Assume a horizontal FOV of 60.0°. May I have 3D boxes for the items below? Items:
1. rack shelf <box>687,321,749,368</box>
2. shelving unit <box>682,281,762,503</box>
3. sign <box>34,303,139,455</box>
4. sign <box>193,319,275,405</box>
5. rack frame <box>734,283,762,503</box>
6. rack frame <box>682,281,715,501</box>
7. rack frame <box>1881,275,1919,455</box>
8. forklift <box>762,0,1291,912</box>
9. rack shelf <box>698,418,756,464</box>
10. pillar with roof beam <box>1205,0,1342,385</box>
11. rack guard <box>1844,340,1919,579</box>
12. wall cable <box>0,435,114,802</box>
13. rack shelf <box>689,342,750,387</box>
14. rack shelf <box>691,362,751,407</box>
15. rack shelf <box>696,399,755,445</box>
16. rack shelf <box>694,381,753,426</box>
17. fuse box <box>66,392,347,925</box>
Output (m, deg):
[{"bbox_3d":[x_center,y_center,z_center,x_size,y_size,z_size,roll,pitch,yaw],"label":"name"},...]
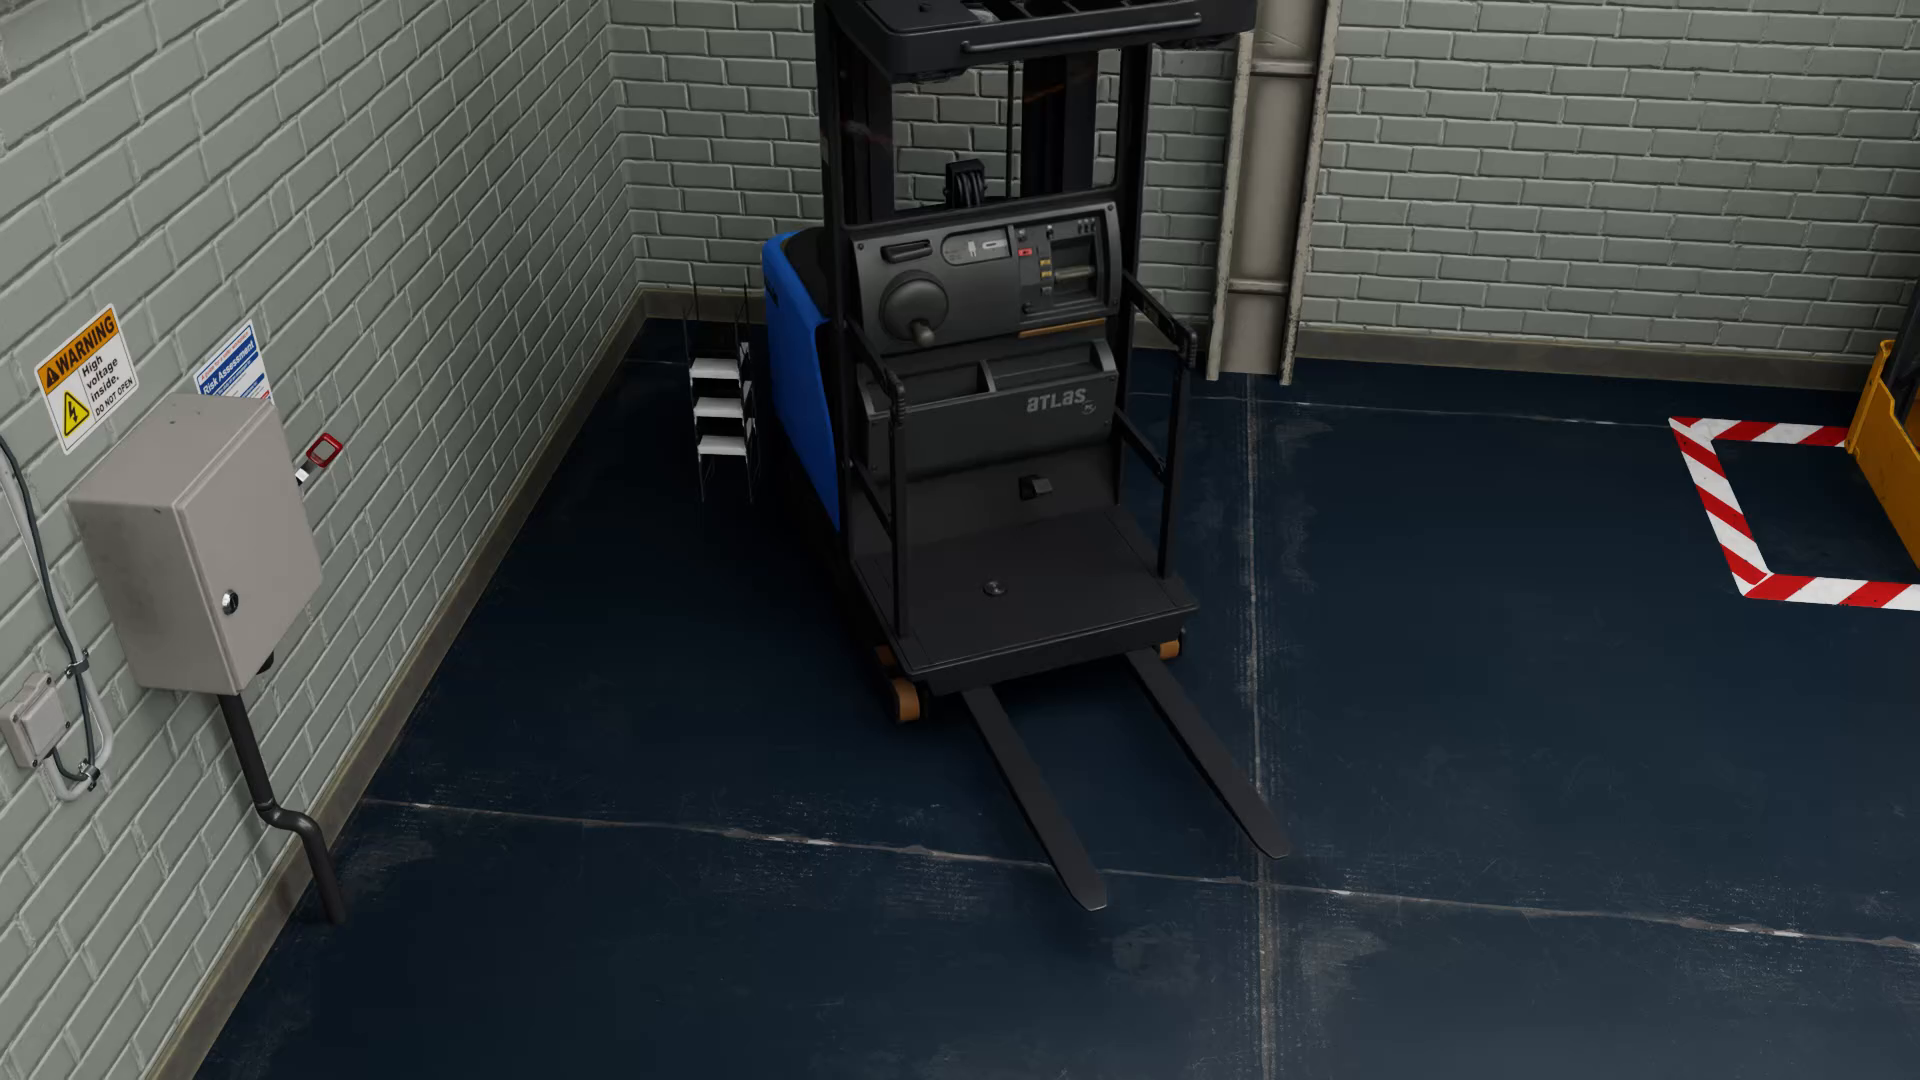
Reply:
[{"bbox_3d":[-0.967,-0.787,6.671,0.200,0.077,0.258,2,36,3],"label":"rack shelf"},{"bbox_3d":[-0.967,-0.595,6.809,0.210,0.900,0.258,2,36,3],"label":"shelving unit"},{"bbox_3d":[-2.097,-0.390,4.004,0.001,0.242,0.339,4,36,6],"label":"sign"},{"bbox_3d":[-2.027,-0.332,4.715,0.001,0.494,0.329,4,36,6],"label":"sign"},{"bbox_3d":[-0.866,-0.590,6.803,0.006,0.900,0.240,2,36,3],"label":"rack frame"},{"bbox_3d":[-1.069,-0.599,6.815,0.006,0.900,0.240,2,36,3],"label":"rack frame"},{"bbox_3d":[3.927,-1.328,6.028,0.127,3.000,1.000,4,36,6],"label":"rack frame"},{"bbox_3d":[0.176,-0.821,5.377,1.130,2.935,3.031,-12,37,-16],"label":"forklift"},{"bbox_3d":[-0.967,-0.421,6.933,0.200,0.077,0.258,2,36,3],"label":"rack shelf"},{"bbox_3d":[0.820,-2.008,1.817,0.400,9.000,9.100,4,36,6],"label":"pillar with roof beam"},{"bbox_3d":[4.003,-0.305,6.746,0.348,0.500,1.175,4,36,6],"label":"rack guard"},{"bbox_3d":[-2.128,-0.103,3.437,0.122,1.984,0.588,4,36,6],"label":"wall cable"},{"bbox_3d":[-0.967,-0.714,6.723,0.200,0.077,0.258,2,36,3],"label":"rack shelf"},{"bbox_3d":[-0.967,-0.641,6.776,0.200,0.077,0.258,2,36,3],"label":"rack shelf"},{"bbox_3d":[-0.967,-0.494,6.880,0.200,0.077,0.258,2,36,3],"label":"rack shelf"},{"bbox_3d":[-0.967,-0.568,6.828,0.200,0.077,0.258,2,36,3],"label":"rack shelf"},{"bbox_3d":[-1.885,0.454,4.641,0.414,1.711,0.539,4,36,6],"label":"fuse box"}]
